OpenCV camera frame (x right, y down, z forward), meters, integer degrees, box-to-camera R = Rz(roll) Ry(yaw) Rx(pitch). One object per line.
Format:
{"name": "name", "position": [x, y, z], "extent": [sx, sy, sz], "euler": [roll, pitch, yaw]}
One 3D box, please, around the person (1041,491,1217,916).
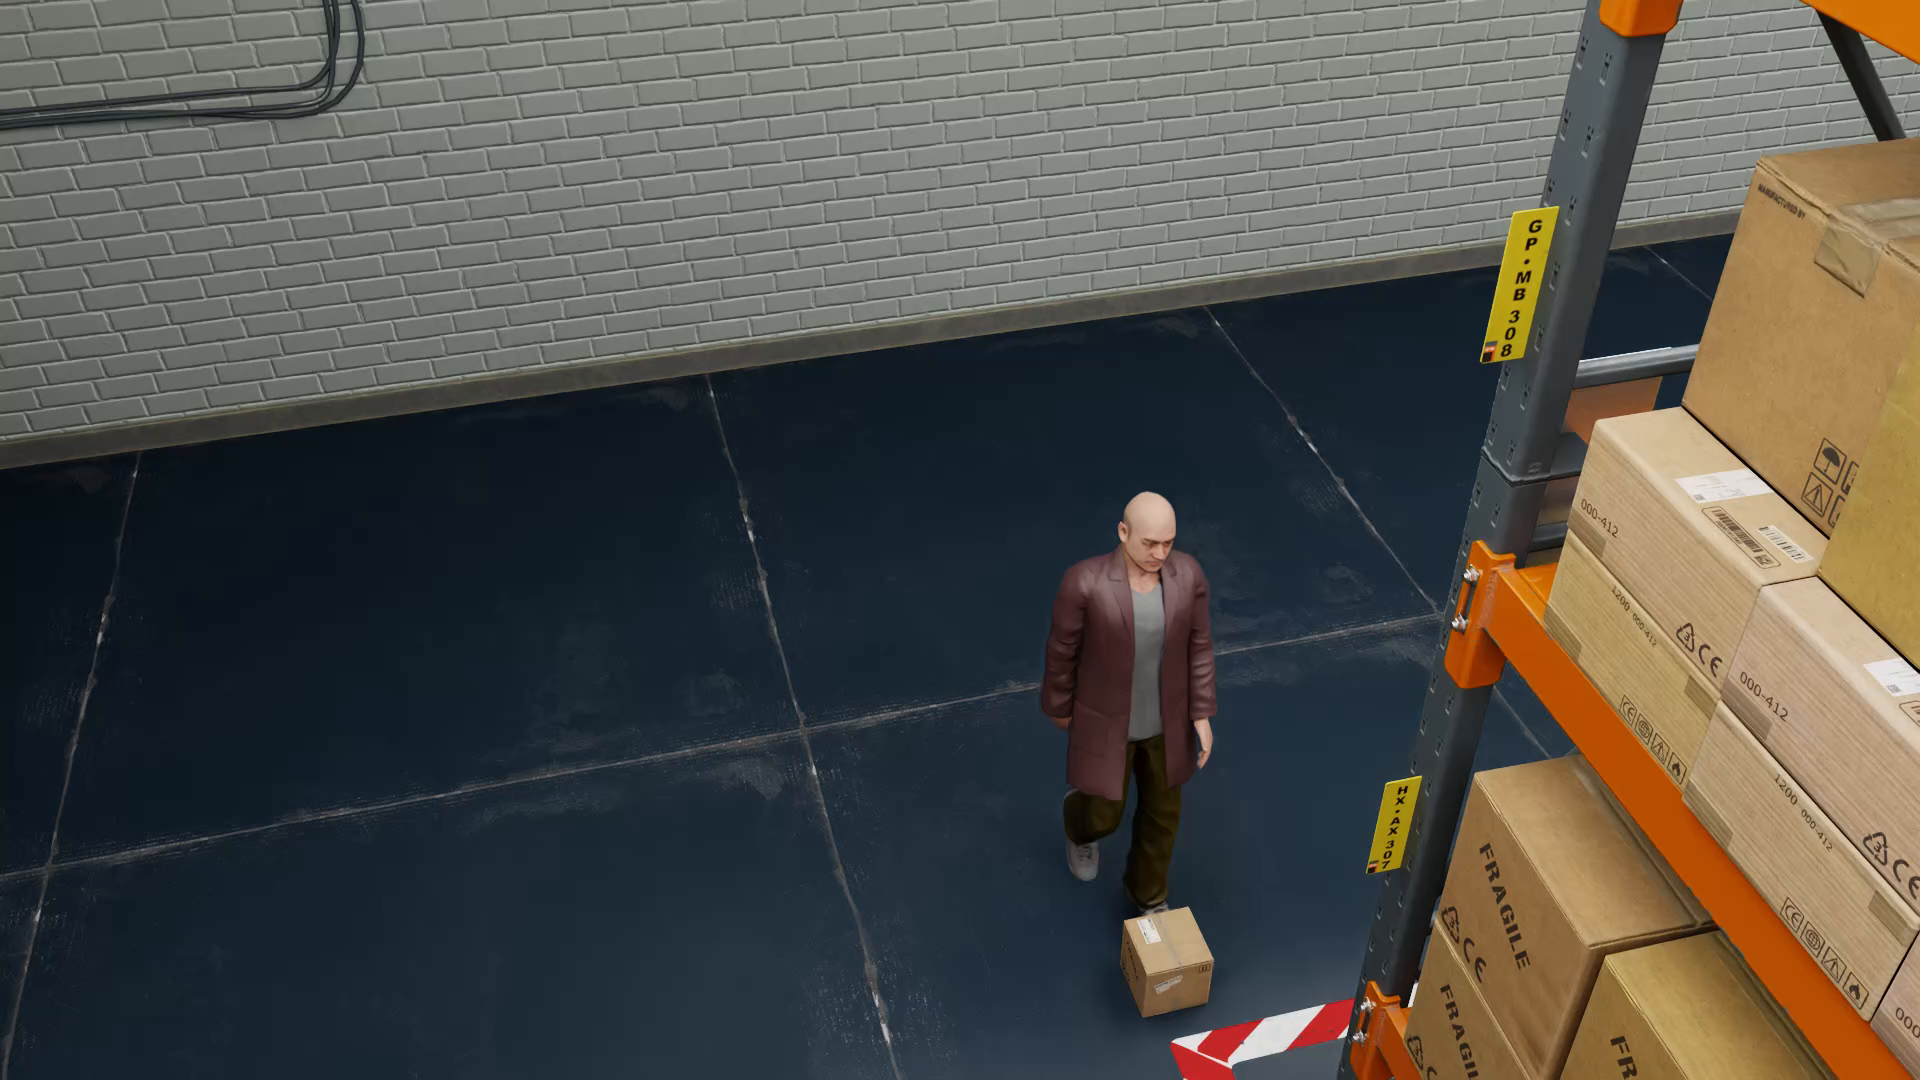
{"name": "person", "position": [0.620, 0.670, 5.908], "extent": [0.606, 1.795, 0.708], "euler": [-9, 39, -11]}
